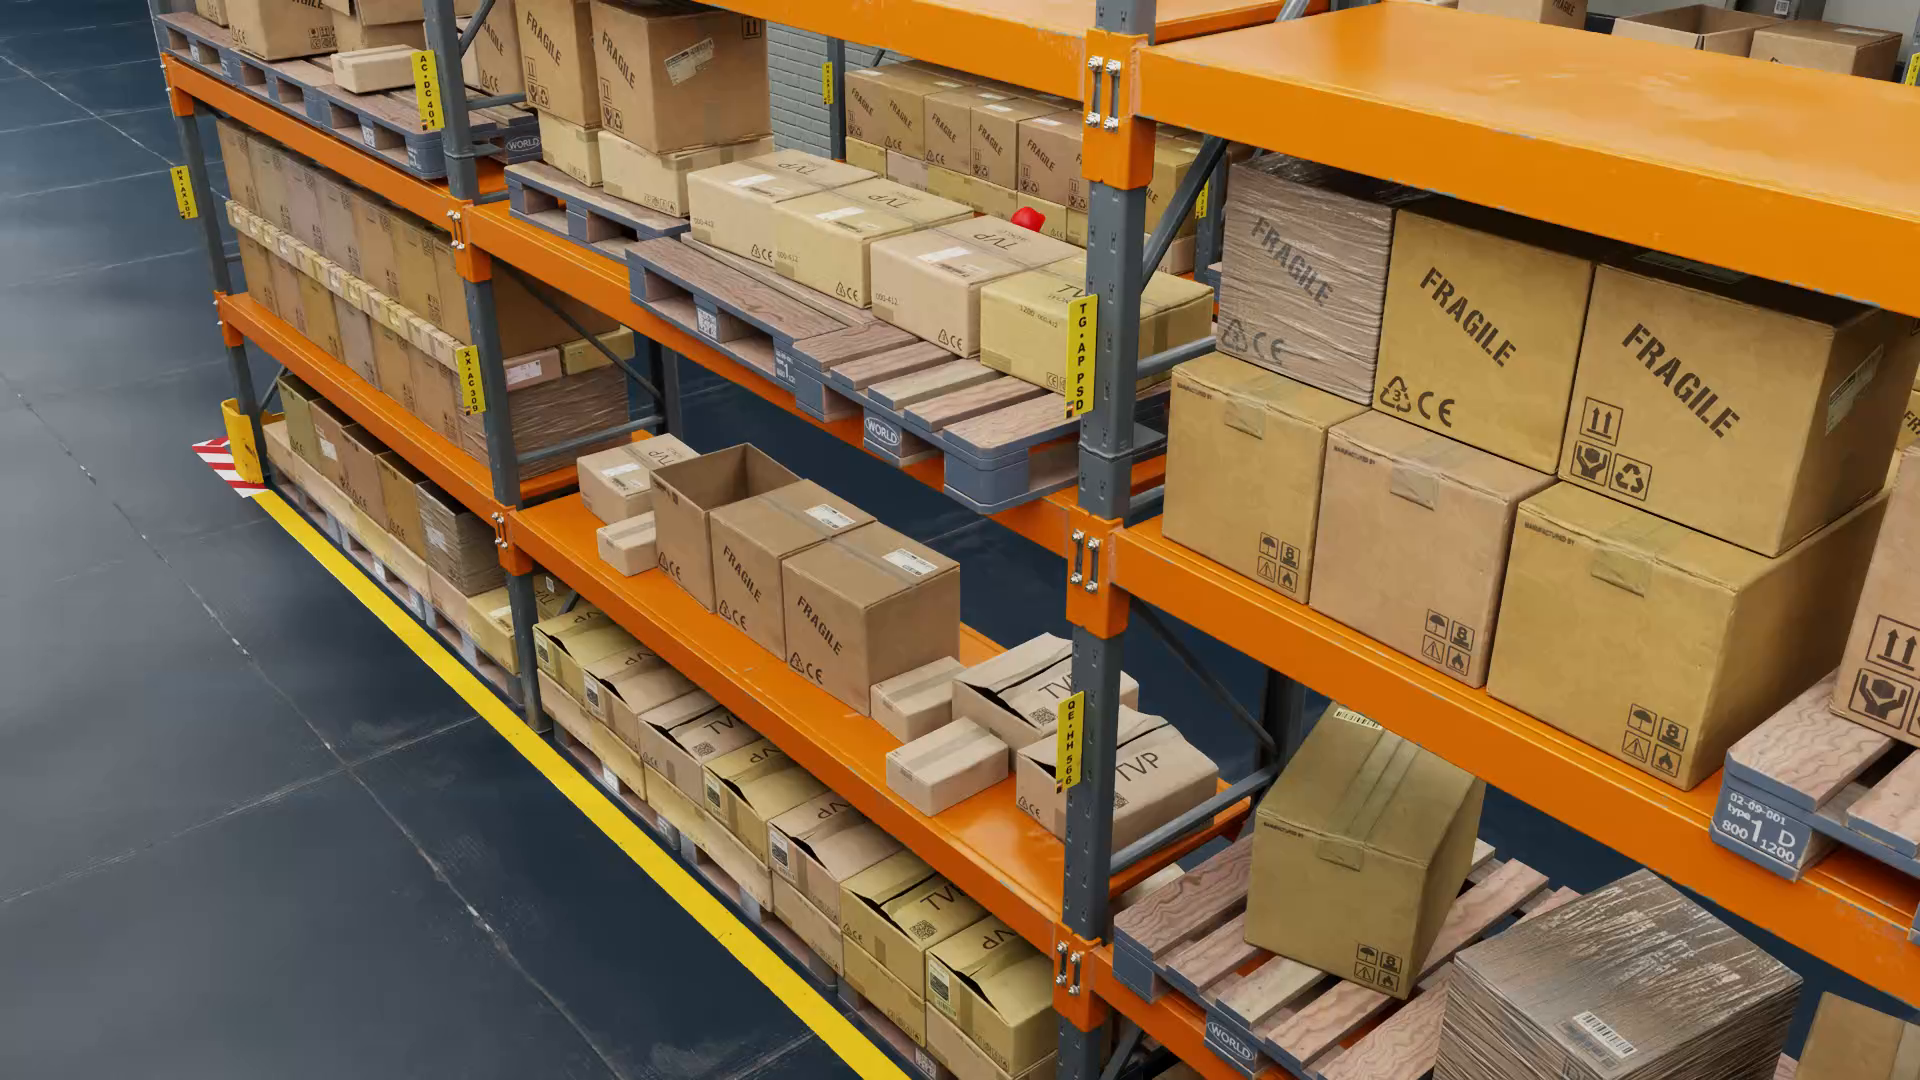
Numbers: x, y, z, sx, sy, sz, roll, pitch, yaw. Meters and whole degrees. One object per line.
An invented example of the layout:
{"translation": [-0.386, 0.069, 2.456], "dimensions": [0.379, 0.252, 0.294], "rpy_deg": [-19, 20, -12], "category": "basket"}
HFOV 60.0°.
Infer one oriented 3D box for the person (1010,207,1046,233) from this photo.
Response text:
{"translation": [0.445, -1.371, 11.178], "dimensions": [0.534, 1.795, 0.369], "rpy_deg": [12, 30, 21], "category": "person"}
